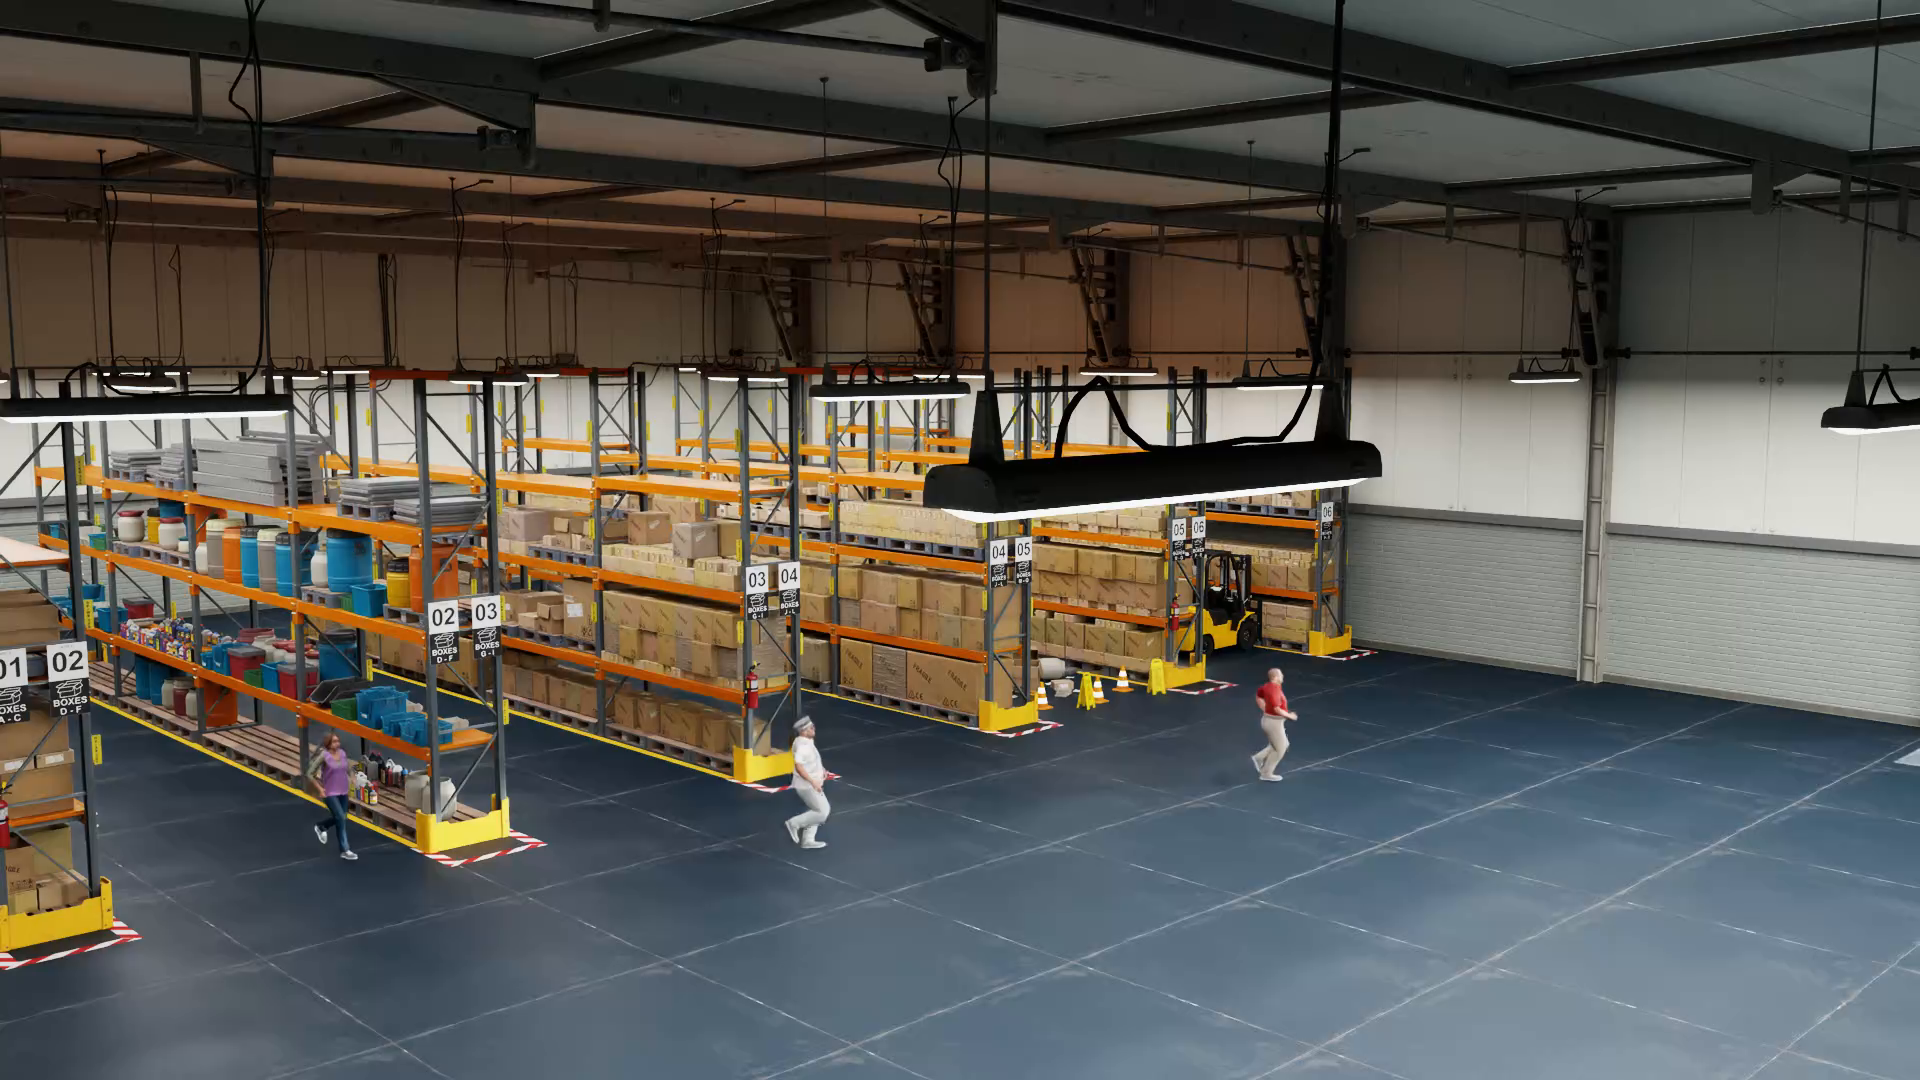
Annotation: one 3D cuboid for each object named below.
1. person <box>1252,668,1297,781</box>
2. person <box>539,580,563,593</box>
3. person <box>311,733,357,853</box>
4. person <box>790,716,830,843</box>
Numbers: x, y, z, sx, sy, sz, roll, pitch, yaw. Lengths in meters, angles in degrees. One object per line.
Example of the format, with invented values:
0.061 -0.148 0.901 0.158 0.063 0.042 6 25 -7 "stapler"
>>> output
4.656 2.717 24.591 0.614 1.680 0.692 -1 6 -5 "person"
-10.266 0.800 41.593 0.851 1.723 0.565 -4 8 -33 "person"
-7.908 3.153 20.875 0.723 1.503 0.523 4 8 31 "person"
-1.937 3.049 21.193 0.515 1.652 0.457 -2 7 -13 "person"
